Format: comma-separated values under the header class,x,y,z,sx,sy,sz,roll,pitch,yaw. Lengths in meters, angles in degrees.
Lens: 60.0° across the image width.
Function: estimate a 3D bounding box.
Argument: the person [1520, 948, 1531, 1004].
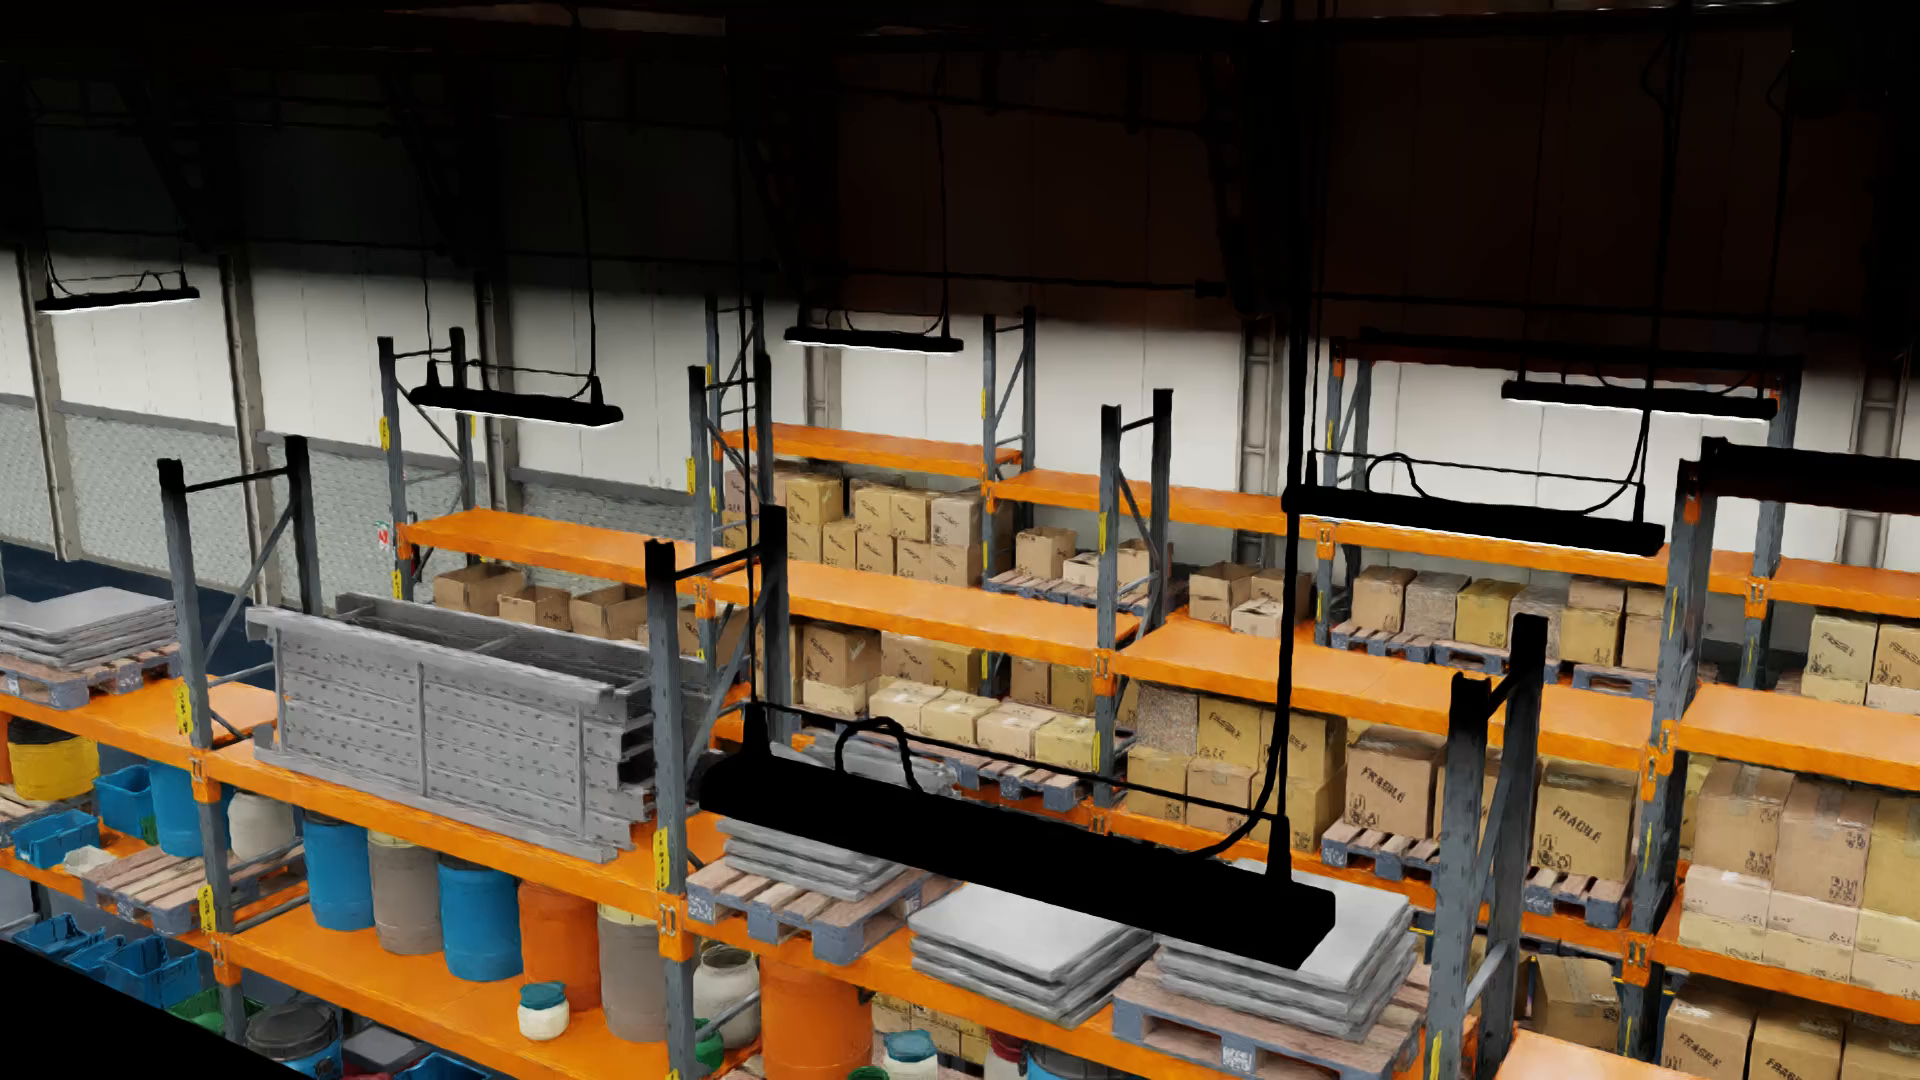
class,x,y,z,sx,sy,sz,roll,pitch,yaw
person,4.642,3.947,14.061,1.037,1.517,0.417,9,17,33
